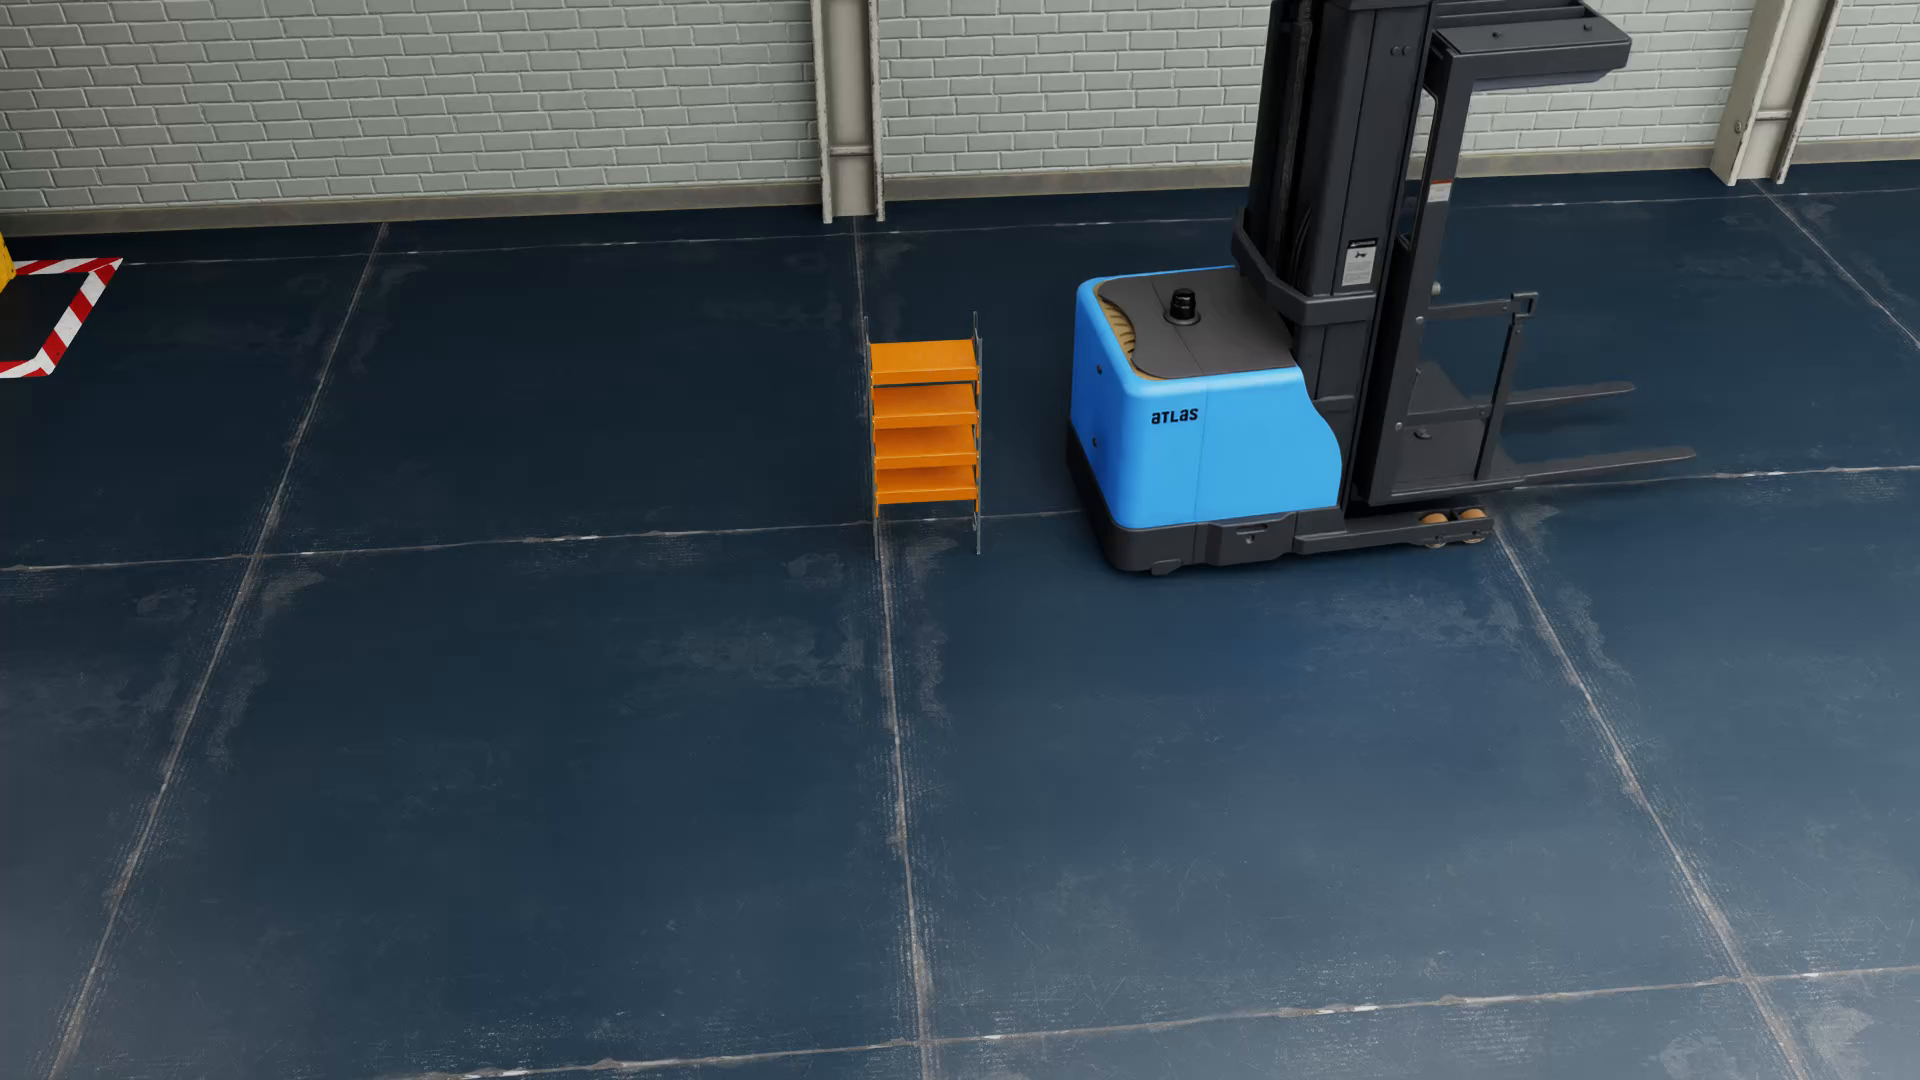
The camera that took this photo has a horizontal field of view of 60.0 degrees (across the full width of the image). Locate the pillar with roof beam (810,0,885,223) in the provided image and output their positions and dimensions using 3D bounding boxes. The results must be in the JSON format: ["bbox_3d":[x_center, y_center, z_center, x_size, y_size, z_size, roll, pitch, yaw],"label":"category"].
[{"bbox_3d":[-0.310,-3.009,4.621,0.400,9.000,9.100,-3,38,-4],"label":"pillar with roof beam"}]

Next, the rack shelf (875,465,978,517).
[{"bbox_3d":[-0.165,-0.253,7.853,0.480,0.148,0.258,-3,38,-4],"label":"rack shelf"}]

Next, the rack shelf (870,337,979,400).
[{"bbox_3d":[-0.165,-0.770,7.445,0.480,0.148,0.258,-3,38,-4],"label":"rack shelf"}]

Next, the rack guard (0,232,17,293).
[{"bbox_3d":[-5.871,-1.483,9.548,0.348,0.500,1.175,-3,38,-4],"label":"rack guard"}]

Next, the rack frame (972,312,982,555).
[{"bbox_3d":[0.078,-0.475,7.706,0.015,1.200,0.240,-3,38,-4],"label":"rack frame"}]

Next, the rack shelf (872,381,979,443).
[{"bbox_3d":[-0.165,-0.585,7.592,0.480,0.148,0.258,-3,38,-4],"label":"rack shelf"}]

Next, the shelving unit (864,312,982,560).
[{"bbox_3d":[-0.165,-0.462,7.689,0.503,1.200,0.258,-3,38,-4],"label":"shelving unit"}]

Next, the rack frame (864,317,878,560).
[{"bbox_3d":[-0.408,-0.449,7.672,0.015,1.200,0.240,-3,38,-4],"label":"rack frame"}]

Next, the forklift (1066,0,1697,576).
[{"bbox_3d":[2.109,-1.428,7.516,3.031,2.935,1.130,-7,39,-8],"label":"forklift"}]

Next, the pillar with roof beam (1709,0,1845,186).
[{"bbox_3d":[5.666,-3.338,5.038,0.400,9.000,9.100,-3,38,-4],"label":"pillar with roof beam"}]

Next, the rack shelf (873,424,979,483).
[{"bbox_3d":[-0.165,-0.409,7.730,0.480,0.148,0.258,-3,38,-4],"label":"rack shelf"}]
